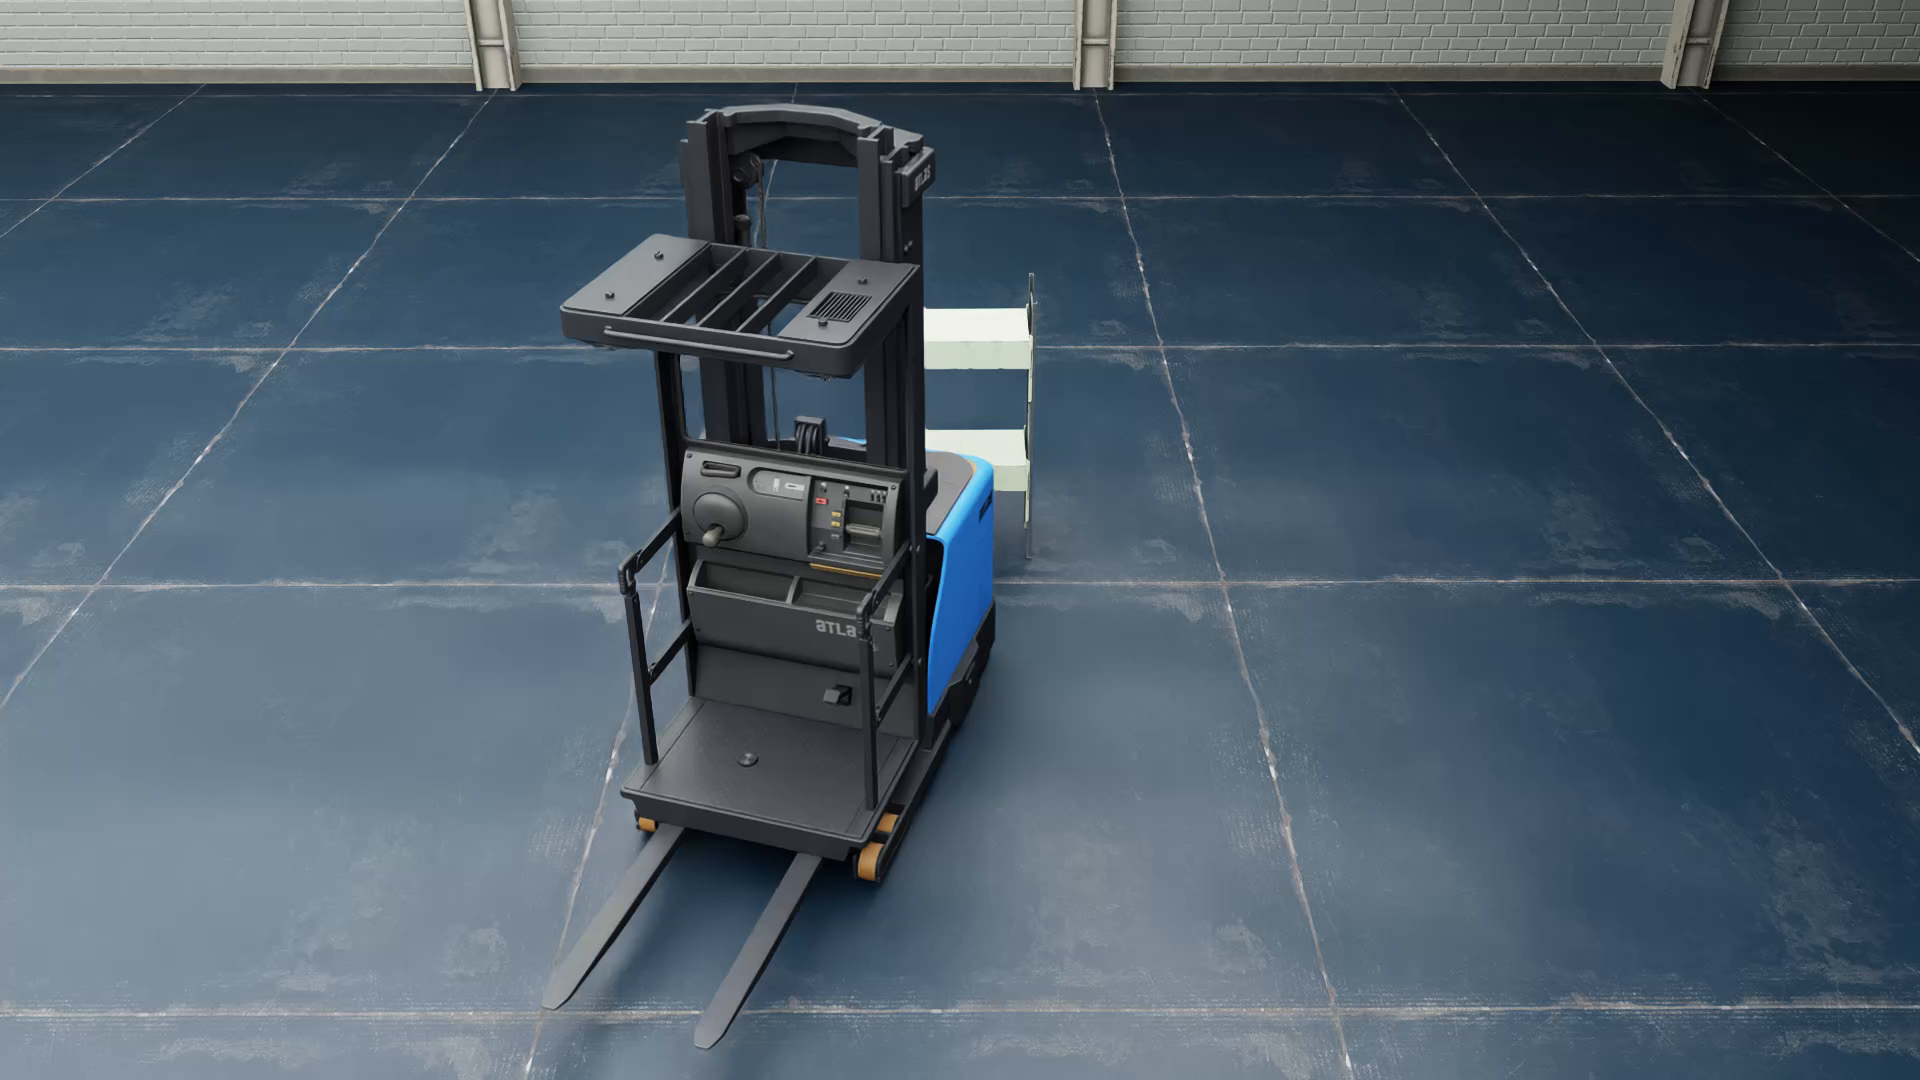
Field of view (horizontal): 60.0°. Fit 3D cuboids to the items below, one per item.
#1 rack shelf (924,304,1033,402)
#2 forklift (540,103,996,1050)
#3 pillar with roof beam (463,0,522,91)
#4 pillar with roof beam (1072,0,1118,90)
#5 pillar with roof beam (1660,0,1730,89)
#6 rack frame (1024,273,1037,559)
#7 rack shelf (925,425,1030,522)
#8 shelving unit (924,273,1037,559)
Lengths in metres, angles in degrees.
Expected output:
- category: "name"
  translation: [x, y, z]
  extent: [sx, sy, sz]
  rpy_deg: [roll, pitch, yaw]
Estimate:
- category: "rack shelf"
  translation: [0.007, -0.975, 8.659]
  extent: [0.720, 0.370, 0.431]
  rpy_deg: [0, 31, 0]
- category: "forklift"
  translation: [-0.752, -0.068, 6.536]
  extent: [1.130, 2.935, 3.031]
  rpy_deg: [9, 32, 15]
- category: "pillar with roof beam"
  translation: [-4.627, -6.202, 10.796]
  extent: [0.400, 9.000, 9.100]
  rpy_deg: [0, 31, 0]
- category: "pillar with roof beam"
  translation: [1.372, -6.220, 10.827]
  extent: [0.400, 9.000, 9.100]
  rpy_deg: [0, 31, 0]
- category: "pillar with roof beam"
  translation: [7.372, -6.239, 10.858]
  extent: [0.400, 9.000, 9.100]
  rpy_deg: [0, 31, 0]
- category: "rack frame"
  translation: [0.373, -0.642, 8.863]
  extent: [0.023, 1.500, 0.400]
  rpy_deg: [0, 31, 0]
- category: "rack shelf"
  translation: [0.007, -0.363, 9.030]
  extent: [0.720, 0.370, 0.431]
  rpy_deg: [0, 31, 0]
- category: "shelving unit"
  translation: [0.007, -0.641, 8.861]
  extent: [0.755, 1.500, 0.431]
  rpy_deg: [0, 31, 0]
